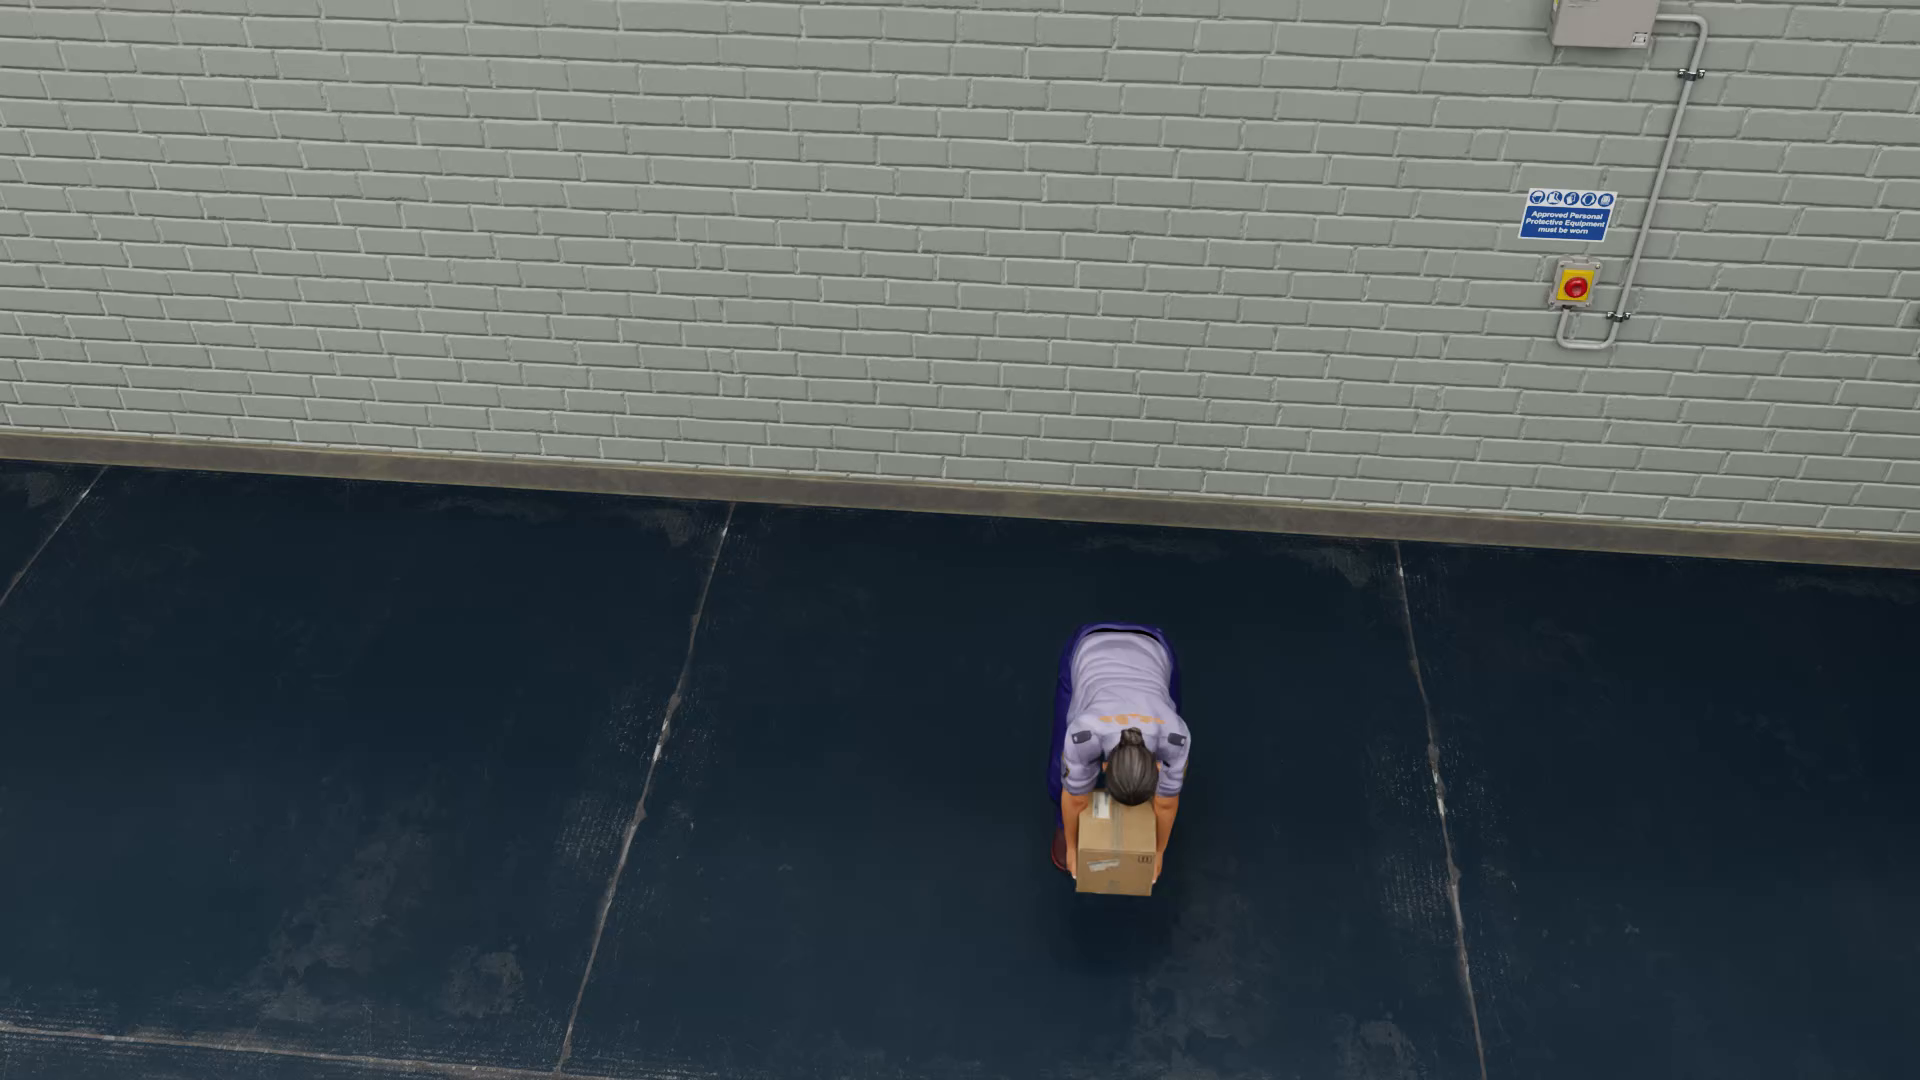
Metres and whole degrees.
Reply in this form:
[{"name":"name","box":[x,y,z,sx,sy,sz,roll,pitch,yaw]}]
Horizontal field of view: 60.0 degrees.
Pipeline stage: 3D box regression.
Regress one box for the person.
[{"name":"person","box":[0.522,0.827,5.612,0.459,1.111,0.898,2,40,2]}]
